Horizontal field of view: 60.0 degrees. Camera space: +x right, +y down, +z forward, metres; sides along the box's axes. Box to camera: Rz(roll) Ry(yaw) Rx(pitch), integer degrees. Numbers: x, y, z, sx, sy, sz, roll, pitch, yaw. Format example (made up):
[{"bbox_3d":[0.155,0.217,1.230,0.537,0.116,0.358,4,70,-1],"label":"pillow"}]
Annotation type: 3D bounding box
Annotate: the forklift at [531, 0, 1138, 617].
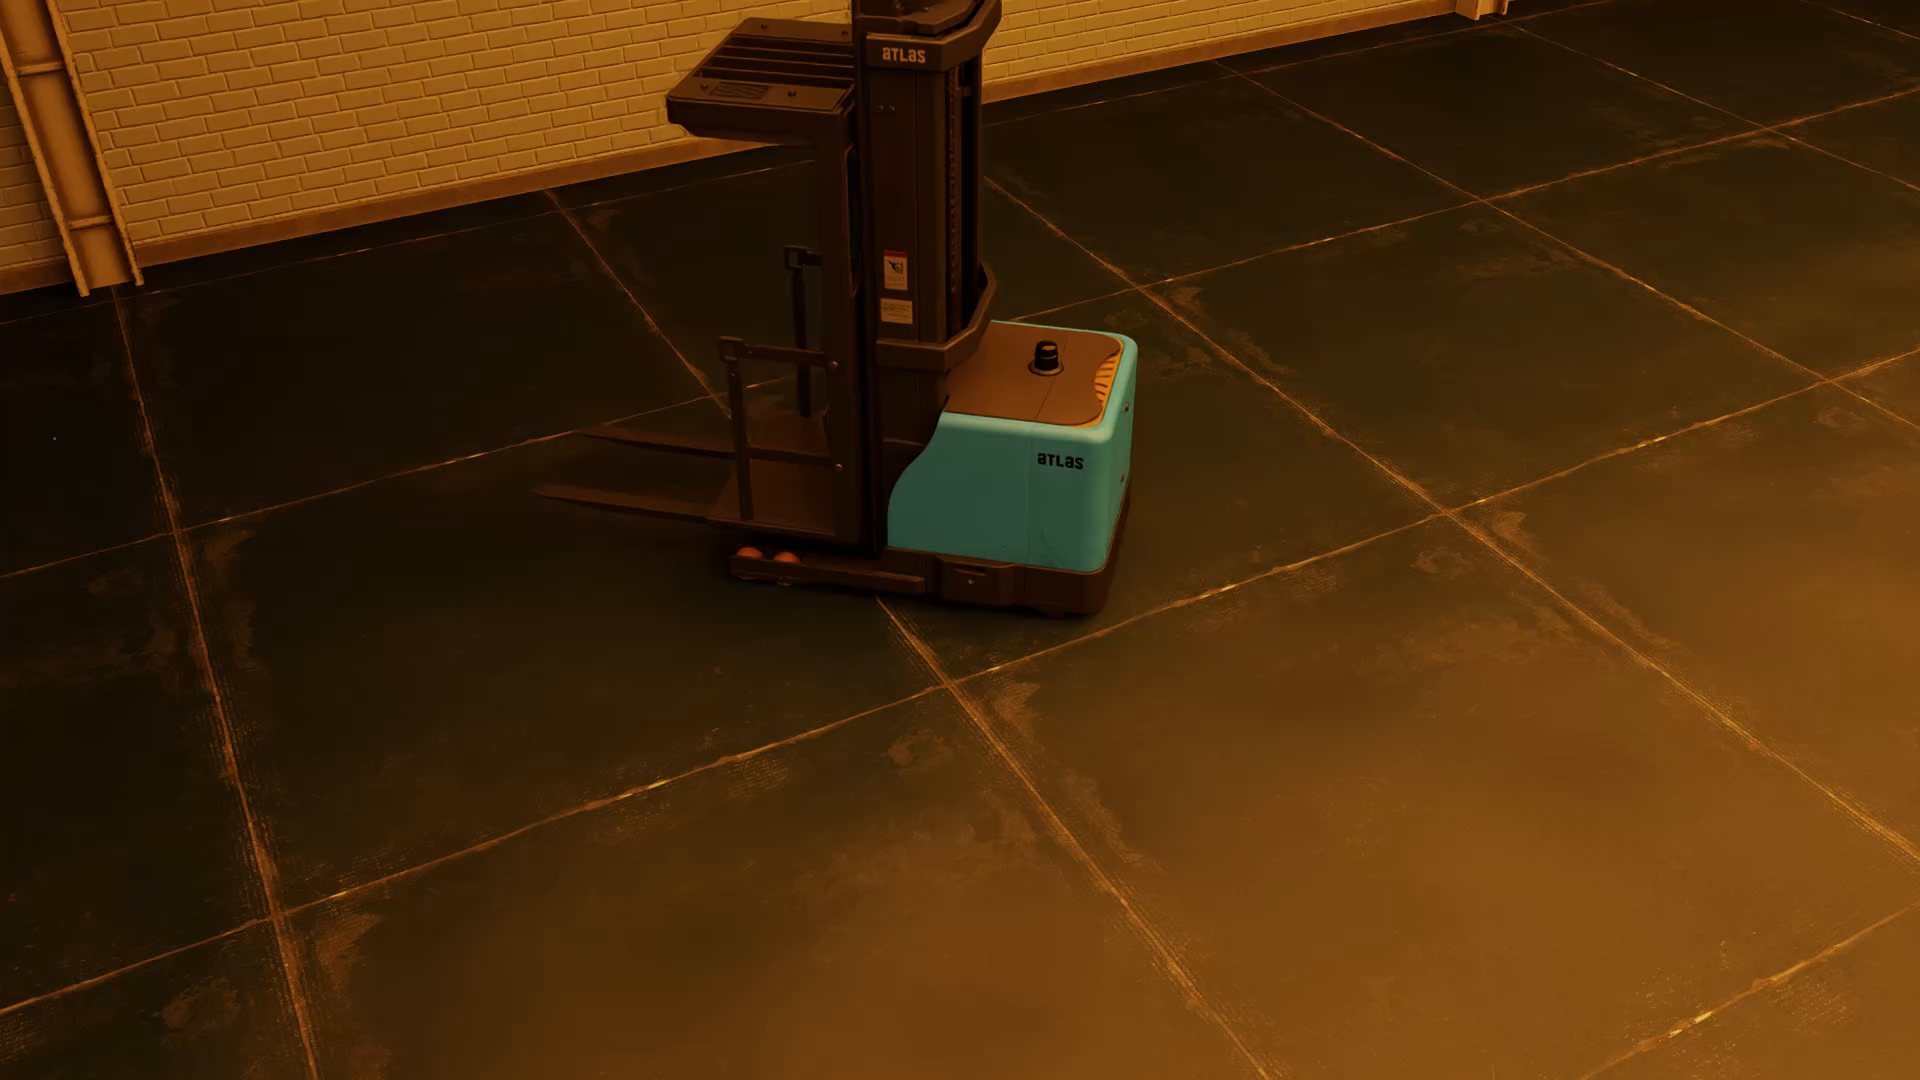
[{"bbox_3d":[-0.680,-1.258,7.903,3.031,2.935,1.130,7,36,10],"label":"forklift"}]
